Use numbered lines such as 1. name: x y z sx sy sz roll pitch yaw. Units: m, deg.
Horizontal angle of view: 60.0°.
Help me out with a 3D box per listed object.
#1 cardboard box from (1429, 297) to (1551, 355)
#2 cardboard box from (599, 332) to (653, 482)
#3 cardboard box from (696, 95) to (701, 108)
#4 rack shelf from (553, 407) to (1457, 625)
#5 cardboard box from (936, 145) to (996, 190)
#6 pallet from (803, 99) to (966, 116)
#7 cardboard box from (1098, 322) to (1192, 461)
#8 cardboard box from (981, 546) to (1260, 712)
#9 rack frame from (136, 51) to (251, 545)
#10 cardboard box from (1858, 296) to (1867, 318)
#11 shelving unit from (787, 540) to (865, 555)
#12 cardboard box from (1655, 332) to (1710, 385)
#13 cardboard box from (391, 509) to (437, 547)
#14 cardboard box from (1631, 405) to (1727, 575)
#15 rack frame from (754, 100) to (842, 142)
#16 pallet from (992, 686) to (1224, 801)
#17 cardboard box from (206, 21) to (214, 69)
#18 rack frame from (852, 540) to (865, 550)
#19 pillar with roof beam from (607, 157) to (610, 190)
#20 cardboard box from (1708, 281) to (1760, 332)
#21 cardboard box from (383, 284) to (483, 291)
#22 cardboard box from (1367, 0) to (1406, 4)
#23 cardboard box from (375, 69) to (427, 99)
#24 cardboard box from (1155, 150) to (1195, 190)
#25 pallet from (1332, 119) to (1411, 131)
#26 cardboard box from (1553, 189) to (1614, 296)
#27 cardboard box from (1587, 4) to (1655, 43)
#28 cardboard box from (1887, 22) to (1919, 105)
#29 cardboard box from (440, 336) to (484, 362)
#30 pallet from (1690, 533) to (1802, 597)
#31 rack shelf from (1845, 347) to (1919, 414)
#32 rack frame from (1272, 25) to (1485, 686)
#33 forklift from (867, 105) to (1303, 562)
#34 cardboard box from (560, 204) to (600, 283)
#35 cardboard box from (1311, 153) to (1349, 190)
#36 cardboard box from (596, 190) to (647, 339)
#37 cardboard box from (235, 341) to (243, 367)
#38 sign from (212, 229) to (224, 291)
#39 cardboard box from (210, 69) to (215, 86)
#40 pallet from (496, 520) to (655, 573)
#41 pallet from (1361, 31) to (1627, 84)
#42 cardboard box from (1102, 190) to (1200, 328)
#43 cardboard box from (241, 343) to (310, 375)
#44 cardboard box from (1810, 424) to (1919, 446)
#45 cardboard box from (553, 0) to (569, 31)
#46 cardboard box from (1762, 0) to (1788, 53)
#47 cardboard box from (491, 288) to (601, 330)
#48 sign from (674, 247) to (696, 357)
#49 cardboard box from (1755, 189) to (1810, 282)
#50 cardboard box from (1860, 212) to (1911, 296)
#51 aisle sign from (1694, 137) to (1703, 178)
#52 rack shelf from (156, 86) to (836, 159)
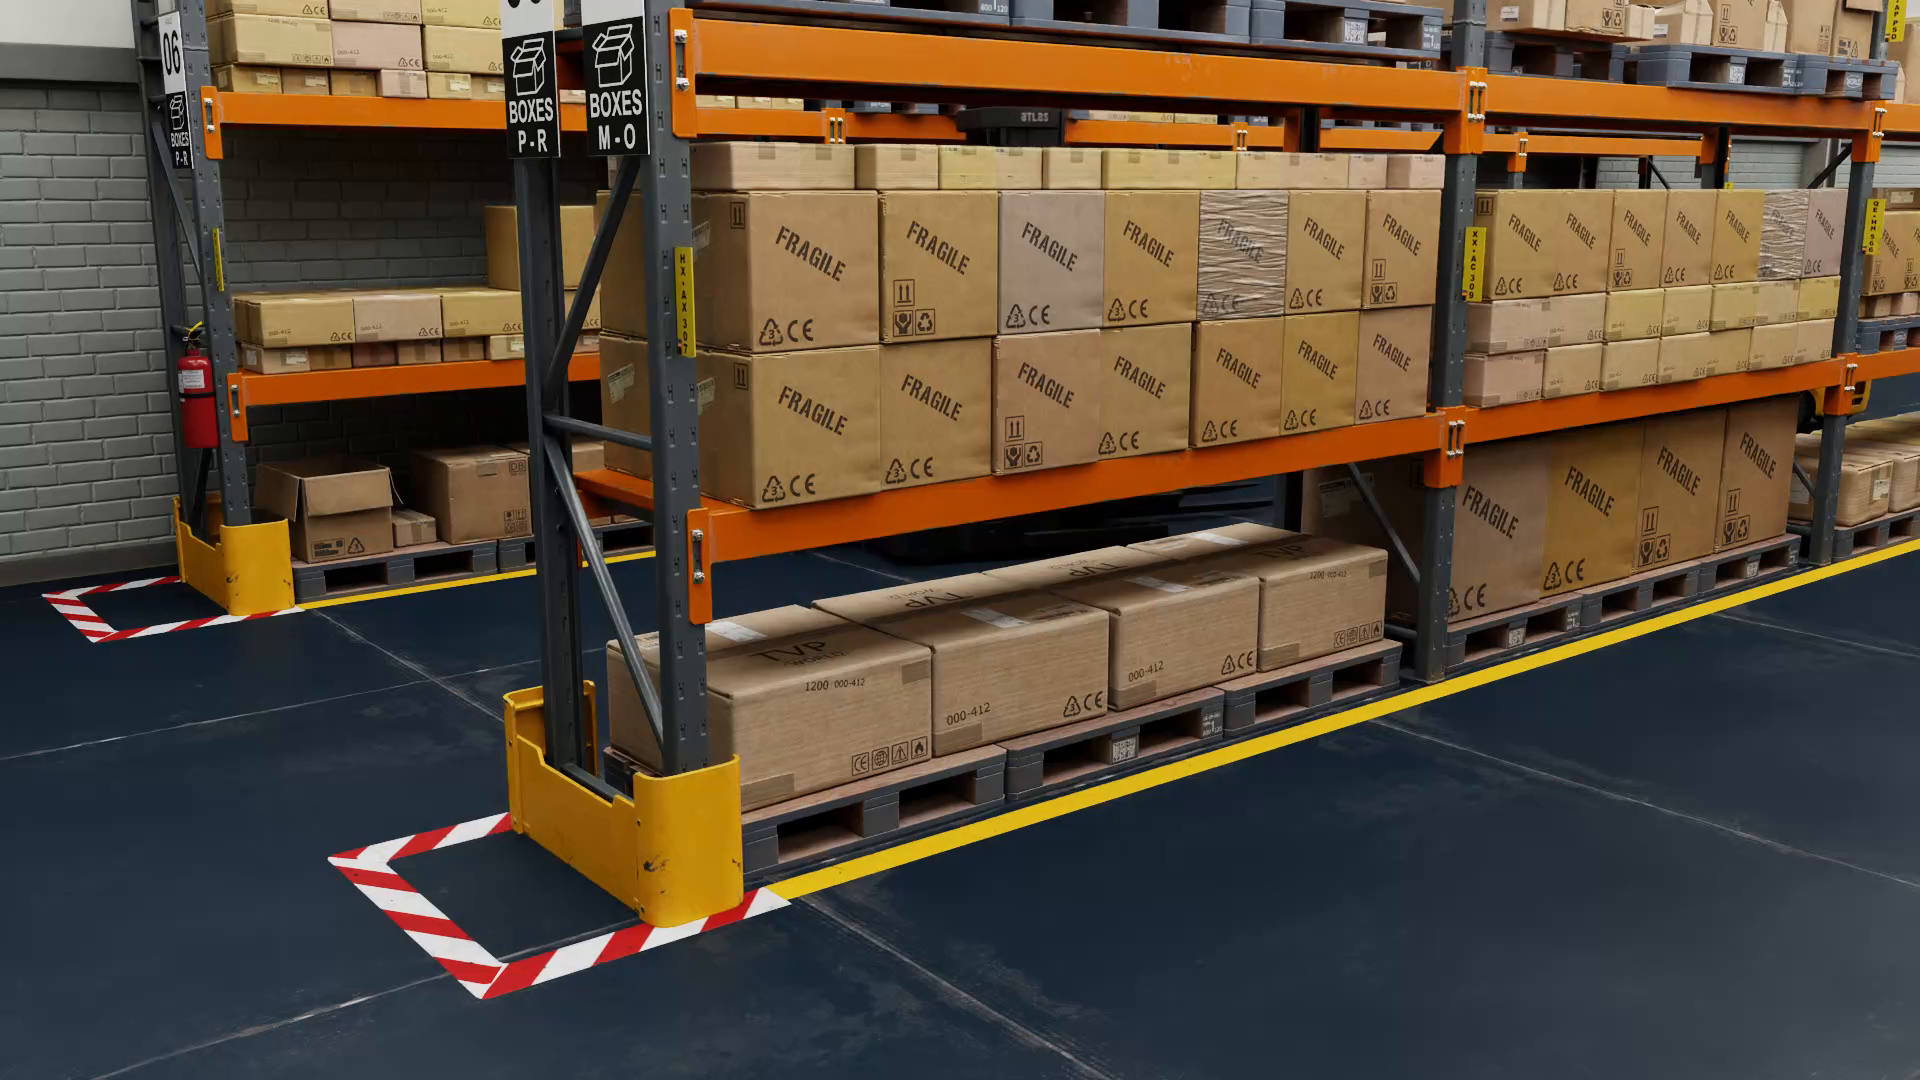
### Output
1. cardboard box: 2.474 -1.046 7.991 0.500 0.250 0.500 -10 16 -39
2. cardboard box: -0.958 -0.499 6.016 0.500 0.500 0.500 -9 15 -37
3. cardboard box: -1.849 -2.822 10.581 0.250 0.149 0.380 -10 15 -38
4. rack shelf: 0.393 -0.252 6.827 4.000 0.370 1.077 -9 15 -38
5. cardboard box: -0.090 -1.299 5.814 0.250 0.149 0.380 -10 16 -39
6. pallet: -0.596 -3.117 11.816 1.003 0.211 1.213 -9 15 -38
7. cardboard box: 0.552 -0.610 6.540 0.500 0.500 0.500 -9 15 -36
8. cardboard box: 0.698 0.365 7.347 0.875 0.438 0.875 -10 16 -39
9. rack frame: -4.273 -1.149 9.319 0.127 3.000 1.000 -9 15 -38
10. cardboard box: 5.448 -1.477 10.457 0.250 0.149 0.380 -11 16 -41
11. shelving unit: -0.898 -0.529 10.732 0.503 1.200 0.258 -4 13 -19
12. cardboard box: 3.672 -0.999 8.974 0.500 0.250 0.500 -10 15 -39
13. cardboard box: -3.380 -0.073 10.103 0.250 0.149 0.380 -10 16 -40
14. cardboard box: 3.787 -0.357 9.695 0.875 0.875 0.875 -9 15 -37
15. rack frame: -1.149 -1.668 11.763 0.127 3.000 1.000 -9 15 -38
16. pallet: 0.358 0.746 7.109 1.213 0.211 1.003 -9 15 -38
17. cardboard box: -4.096 -2.790 9.472 0.500 0.250 0.500 -10 15 -39
18. rack frame: -0.667 -0.546 10.811 0.015 1.200 0.240 -4 13 -19
19. pillar with roof beam: 0.433 -3.960 8.115 0.400 9.000 9.100 -9 15 -38
20. cardboard box: 4.073 -1.313 9.247 0.500 0.250 0.500 -10 16 -39
21. cardboard box: -3.286 -1.454 10.400 0.500 0.250 0.500 -9 15 -36
22. cardboard box: 1.655 -2.385 6.988 0.258 0.266 0.396 -9 15 -36
23. cardboard box: -3.221 -2.582 9.448 0.250 0.149 0.380 -9 15 -36
24. cardboard box: 0.692 -1.437 6.467 0.250 0.149 0.380 -9 15 -38
25. pallet: 3.319 -3.810 15.084 1.213 0.211 1.003 -9 15 -35
26. cardboard box: 2.857 -1.483 8.241 0.500 0.500 0.500 -10 15 -38
27. cardboard box: 3.161 -2.529 8.149 0.250 0.166 0.380 -11 16 -41
28. cardboard box: 5.824 -3.020 10.668 0.500 0.500 0.700 -9 15 -38
29. cardboard box: -3.052 -1.163 9.988 0.250 0.149 0.380 -9 15 -37
30. pallet: 4.415 0.072 10.284 1.213 0.211 1.003 -9 15 -38
31. rack shelf: 6.639 -1.290 11.715 4.000 0.370 1.077 -9 15 -38
32. rack frame: 1.954 -0.864 7.974 0.127 3.000 1.000 -9 15 -38
33. forklift: 0.836 -1.463 10.960 3.031 2.935 1.130 -4 13 -19
34. cardboard box: -2.479 -1.957 10.963 0.500 0.500 0.500 -10 16 -39
35. cardboard box: 1.438 -1.580 7.138 0.250 0.149 0.380 -9 15 -38
36. cardboard box: -0.941 -0.984 5.892 0.500 0.500 0.500 -9 15 -36
37. cardboard box: -4.182 -1.113 9.752 0.250 0.149 0.380 -10 15 -38
38. sign: -3.934 -1.485 8.814 0.005 0.325 0.100 -9 15 -38
39. cardboard box: -4.168 -2.573 9.406 0.250 0.149 0.380 -9 15 -36
40. pallet: -2.640 -0.056 10.884 1.213 0.211 1.003 -9 15 -38
41. pallet: 2.639 -2.364 8.280 1.217 0.209 0.805 -10 16 -40
42. cardboard box: 0.569 -1.100 6.438 0.500 0.500 0.500 -9 15 -37
43. cardboard box: -3.845 -1.024 9.336 0.250 0.149 0.380 -10 15 -38
44. cardboard box: 6.692 -0.569 11.901 0.625 0.372 0.950 -9 15 -36
45. cardboard box: -2.585 -3.148 9.952 0.500 0.250 0.500 -9 15 -36
46. cardboard box: 4.221 -2.754 8.968 0.258 0.266 0.396 -10 16 -39
47. cardboard box: -2.577 -1.438 10.324 0.500 0.250 0.500 -10 16 -39
48. sign: -0.827 -0.716 5.004 0.005 0.325 0.100 -9 15 -38
49. cardboard box: 4.442 -1.743 9.469 0.500 0.500 0.500 -9 15 -37
50. cardboard box: 5.574 -1.803 10.432 0.500 0.500 0.500 -10 16 -39
51. aisle sign: 8.456 -4.458 18.642 0.004 0.787 0.394 -9 15 -38
52. rack shelf: -2.711 -2.524 10.304 4.000 0.370 1.077 -9 15 -38
